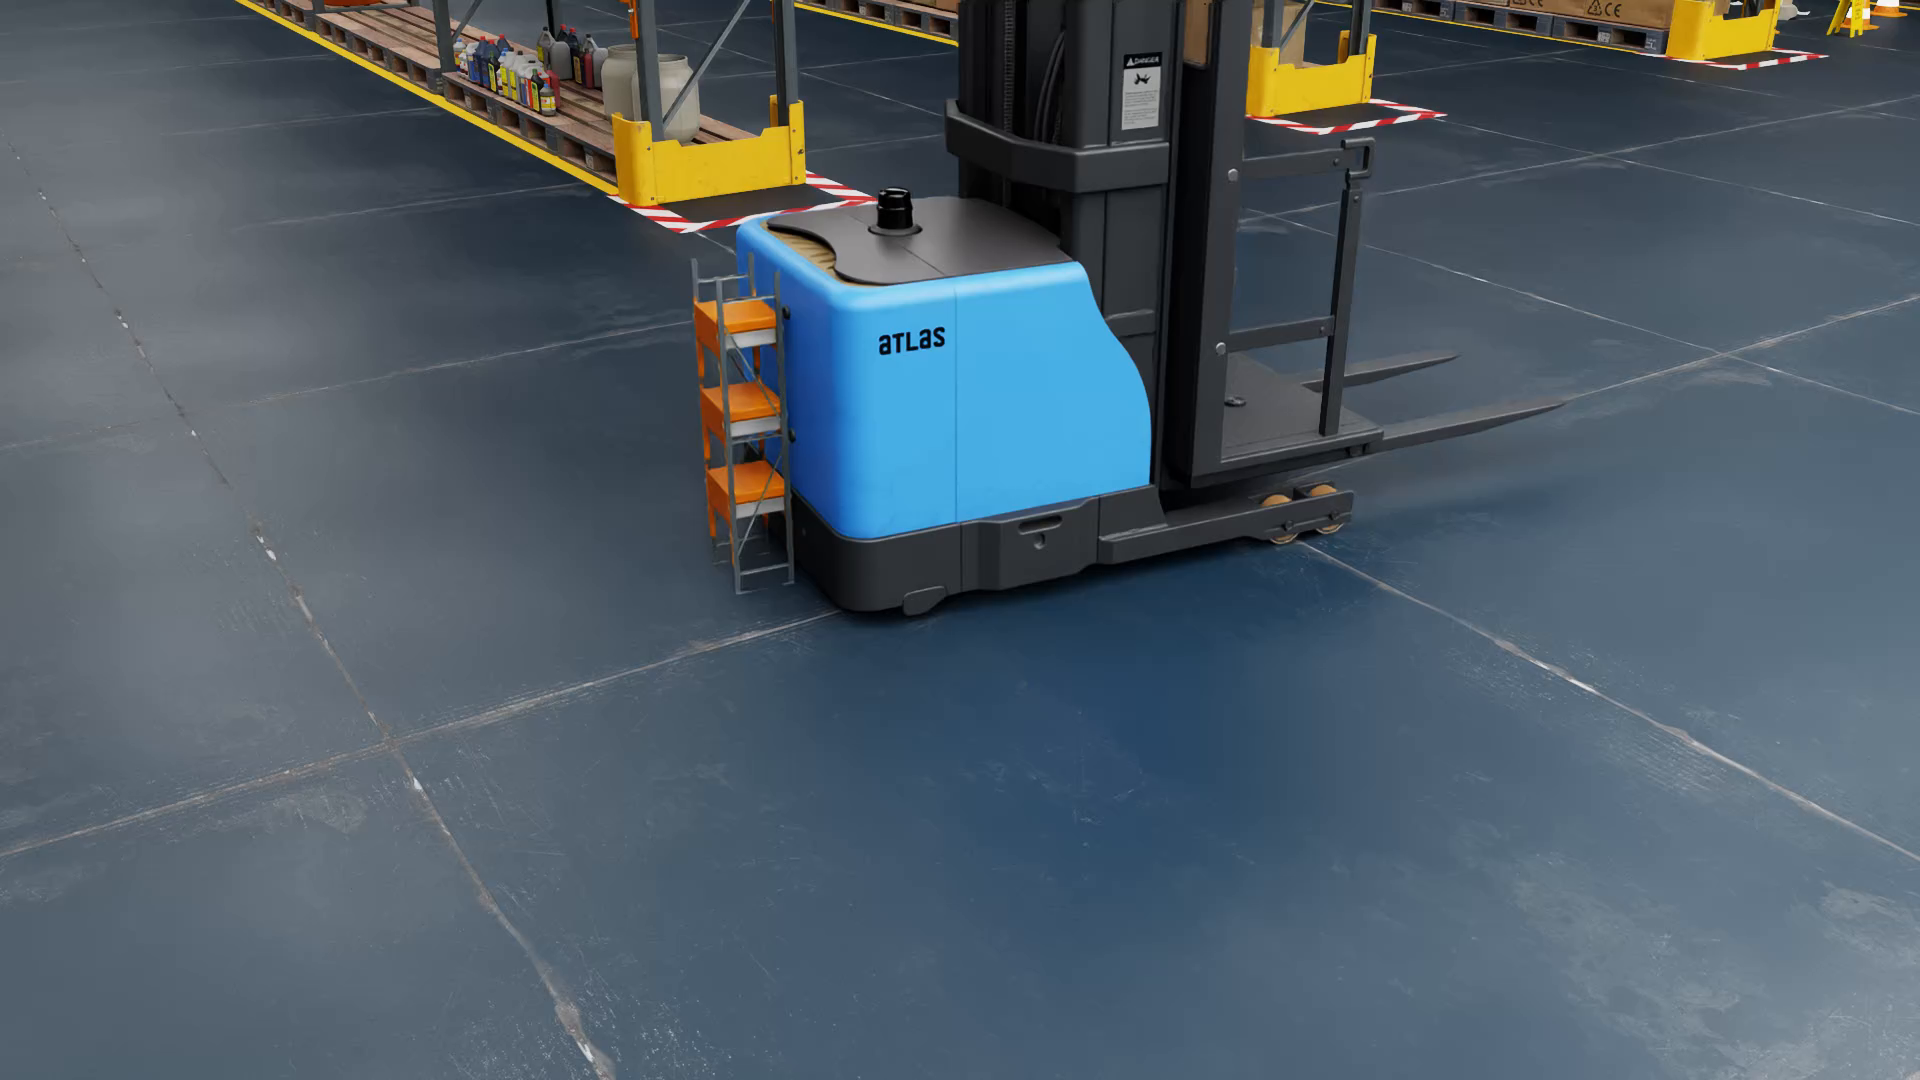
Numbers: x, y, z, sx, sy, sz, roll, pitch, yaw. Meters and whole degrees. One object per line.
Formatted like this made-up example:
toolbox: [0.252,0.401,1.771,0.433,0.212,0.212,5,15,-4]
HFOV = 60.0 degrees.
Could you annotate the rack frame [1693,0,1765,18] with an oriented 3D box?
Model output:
rack frame: [6.905,-5.807,14.537,1.000,3.000,0.127,-16,29,-30]

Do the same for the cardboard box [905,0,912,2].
cardboard box: [-0.357,-5.786,16.905,0.700,0.500,0.500,-18,31,-34]

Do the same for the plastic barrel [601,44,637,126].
plastic barrel: [-2.153,-2.994,11.002,0.421,0.512,0.421,0,25,0]

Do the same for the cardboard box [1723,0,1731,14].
cardboard box: [7.917,-5.906,17.671,0.637,0.503,0.797,7,26,15]

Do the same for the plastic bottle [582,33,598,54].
plastic bottle: [-2.765,-3.617,12.486,0.144,0.351,0.185,-16,29,-30]

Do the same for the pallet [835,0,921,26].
pallet: [-0.586,-5.572,17.305,1.003,0.211,1.213,-16,29,-30]

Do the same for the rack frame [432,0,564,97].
rack frame: [-3.640,-4.963,12.750,1.000,3.000,0.127,-16,29,-30]

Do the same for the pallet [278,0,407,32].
pallet: [-6.288,-5.405,16.953,1.003,0.211,1.213,-16,29,-30]

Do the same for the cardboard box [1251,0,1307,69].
cardboard box: [2.367,-3.974,13.090,0.500,0.500,0.500,-10,27,-20]

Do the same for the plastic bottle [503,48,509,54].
plastic bottle: [-3.366,-3.519,12.372,0.097,0.271,0.097,0,25,0]

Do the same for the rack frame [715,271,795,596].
rack frame: [-0.634,-0.315,5.187,0.200,1.050,0.008,-11,28,-23]

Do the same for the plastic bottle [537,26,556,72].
plastic bottle: [-3.167,-3.768,12.805,0.144,0.351,0.185,-16,29,-30]

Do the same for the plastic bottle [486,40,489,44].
plastic bottle: [-3.545,-3.634,12.600,0.061,0.283,0.133,-16,29,-30]

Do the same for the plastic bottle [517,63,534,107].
plastic bottle: [-3.016,-3.201,11.692,0.152,0.276,0.135,-16,30,-31]

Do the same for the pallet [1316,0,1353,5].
pallet: [4.237,-6.235,18.710,1.003,0.211,1.213,-16,29,-30]

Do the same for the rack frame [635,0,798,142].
rack frame: [-1.456,-3.533,9.720,1.000,3.000,0.127,-16,29,-30]

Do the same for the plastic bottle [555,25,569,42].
plastic bottle: [-3.046,-3.801,12.876,0.144,0.351,0.185,-16,30,-31]

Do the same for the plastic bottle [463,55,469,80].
plastic bottle: [-3.722,-3.608,12.642,0.097,0.201,0.097,0,25,0]

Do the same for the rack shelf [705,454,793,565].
rack shelf: [-0.686,-0.101,5.410,0.215,0.259,0.240,-11,28,-23]

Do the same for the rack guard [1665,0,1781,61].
rack guard: [6.918,-4.668,15.052,1.175,0.500,0.348,-16,29,-30]

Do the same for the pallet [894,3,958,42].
pallet: [0.084,-5.135,16.380,1.003,0.211,1.213,-16,29,-30]

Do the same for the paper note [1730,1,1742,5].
paper note: [8.475,-5.862,18.144,0.148,0.019,0.142,-6,26,-12]

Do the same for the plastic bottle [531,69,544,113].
plastic bottle: [-2.905,-3.096,11.460,0.061,0.283,0.133,-15,29,-28]

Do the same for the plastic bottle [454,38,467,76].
plastic bottle: [-3.833,-3.712,12.781,0.097,0.271,0.097,0,25,0]

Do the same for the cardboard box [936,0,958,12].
cardboard box: [0.193,-5.411,16.111,0.700,0.500,0.500,-18,31,-33]

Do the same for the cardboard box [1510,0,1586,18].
cardboard box: [5.997,-5.577,16.047,0.875,0.875,0.875,-16,30,-30]

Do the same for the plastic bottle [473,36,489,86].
plastic bottle: [-3.547,-3.579,12.405,0.144,0.351,0.185,-15,29,-28]

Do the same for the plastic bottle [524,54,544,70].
plastic bottle: [-3.101,-3.369,12.048,0.152,0.276,0.135,-16,29,-30]

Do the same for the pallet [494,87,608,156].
pallet: [-2.638,-3.016,11.891,1.003,0.211,1.213,-16,29,-30]

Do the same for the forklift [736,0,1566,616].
forklift: [0.805,-1.503,5.500,3.031,2.935,1.130,-11,28,-23]

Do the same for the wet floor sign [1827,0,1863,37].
wet floor sign: [8.580,-5.193,15.995,0.267,0.644,0.232,-22,33,-38]

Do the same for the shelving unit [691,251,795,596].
shelving unit: [-0.686,-0.362,5.287,0.215,1.050,0.252,-11,28,-23]

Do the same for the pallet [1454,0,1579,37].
pallet: [5.741,-5.249,16.622,1.003,0.211,1.213,-16,29,-30]

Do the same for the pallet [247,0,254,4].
pallet: [-7.620,-6.278,18.802,1.003,0.211,1.213,-16,29,-30]

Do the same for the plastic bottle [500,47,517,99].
plastic bottle: [-3.211,-3.359,11.940,0.144,0.351,0.185,-16,30,-30]

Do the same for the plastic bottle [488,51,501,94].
plastic bottle: [-3.388,-3.412,12.131,0.061,0.283,0.133,-14,29,-27]

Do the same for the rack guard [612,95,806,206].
rack guard: [-1.537,-2.418,10.288,1.175,0.500,0.348,-16,29,-30]

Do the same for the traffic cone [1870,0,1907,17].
traffic cone: [9.681,-5.702,17.287,0.336,0.463,0.334,-16,29,-30]

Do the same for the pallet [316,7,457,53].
pallet: [-5.433,-4.847,15.770,1.003,0.211,1.213,-16,29,-30]

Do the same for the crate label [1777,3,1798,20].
crate label: [8.456,-5.441,17.116,0.298,0.136,0.250,12,28,24]

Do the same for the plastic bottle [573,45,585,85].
plastic bottle: [-2.837,-3.554,12.430,0.061,0.283,0.133,-16,29,-30]
